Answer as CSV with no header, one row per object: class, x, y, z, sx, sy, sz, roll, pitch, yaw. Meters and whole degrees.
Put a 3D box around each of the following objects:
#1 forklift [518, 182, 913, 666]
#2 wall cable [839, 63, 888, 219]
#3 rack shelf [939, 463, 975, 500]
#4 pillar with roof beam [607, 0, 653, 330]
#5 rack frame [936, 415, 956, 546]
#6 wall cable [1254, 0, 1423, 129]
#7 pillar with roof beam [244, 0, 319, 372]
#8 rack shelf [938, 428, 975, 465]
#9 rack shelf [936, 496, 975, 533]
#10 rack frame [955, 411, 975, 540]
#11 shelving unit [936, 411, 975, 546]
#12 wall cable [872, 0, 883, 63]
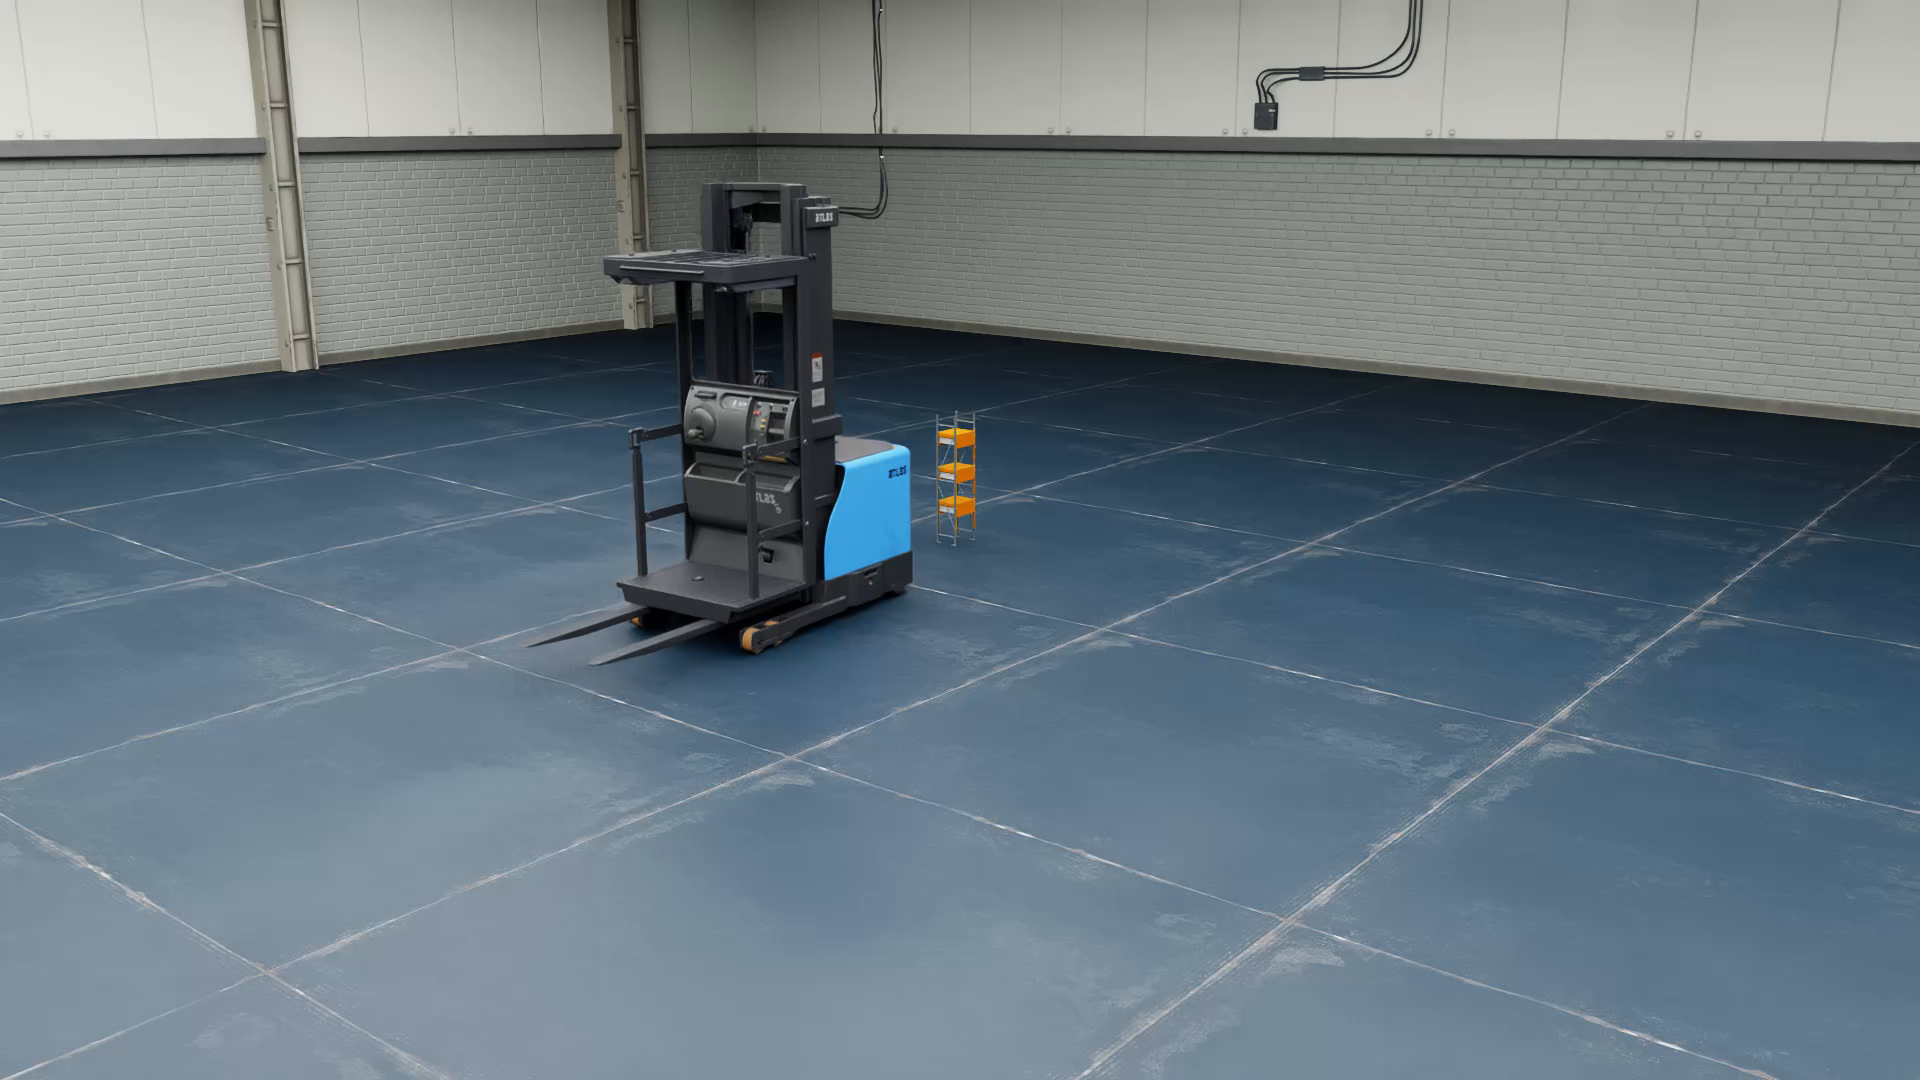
forklift,-1.585,-0.821,10.902,1.130,2.935,3.031,9,17,33
wall cable,-2.415,-6.708,28.060,3.097,2.526,0.112,11,18,38
rack shelf,-0.034,-0.488,13.456,0.215,0.259,0.240,11,18,38
pillar with roof beam,-1.946,-7.188,23.640,9.100,9.000,0.400,11,18,38
rack frame,-0.110,-0.475,13.361,0.200,1.050,0.008,11,18,38
wall cable,4.959,-8.389,21.464,2.305,6.003,0.169,11,18,38
pillar with roof beam,-5.717,-6.039,19.117,9.100,9.000,0.400,11,18,38
rack shelf,-0.034,-0.763,13.386,0.215,0.259,0.240,11,18,38
rack shelf,-0.034,-0.219,13.524,0.215,0.259,0.240,11,18,38
rack frame,0.043,-0.522,13.545,0.200,1.050,0.008,11,18,38
shelving unit,-0.034,-0.499,13.453,0.215,1.050,0.252,11,18,38
wall cable,-0.311,-8.737,25.790,3.097,2.526,0.112,11,18,38
